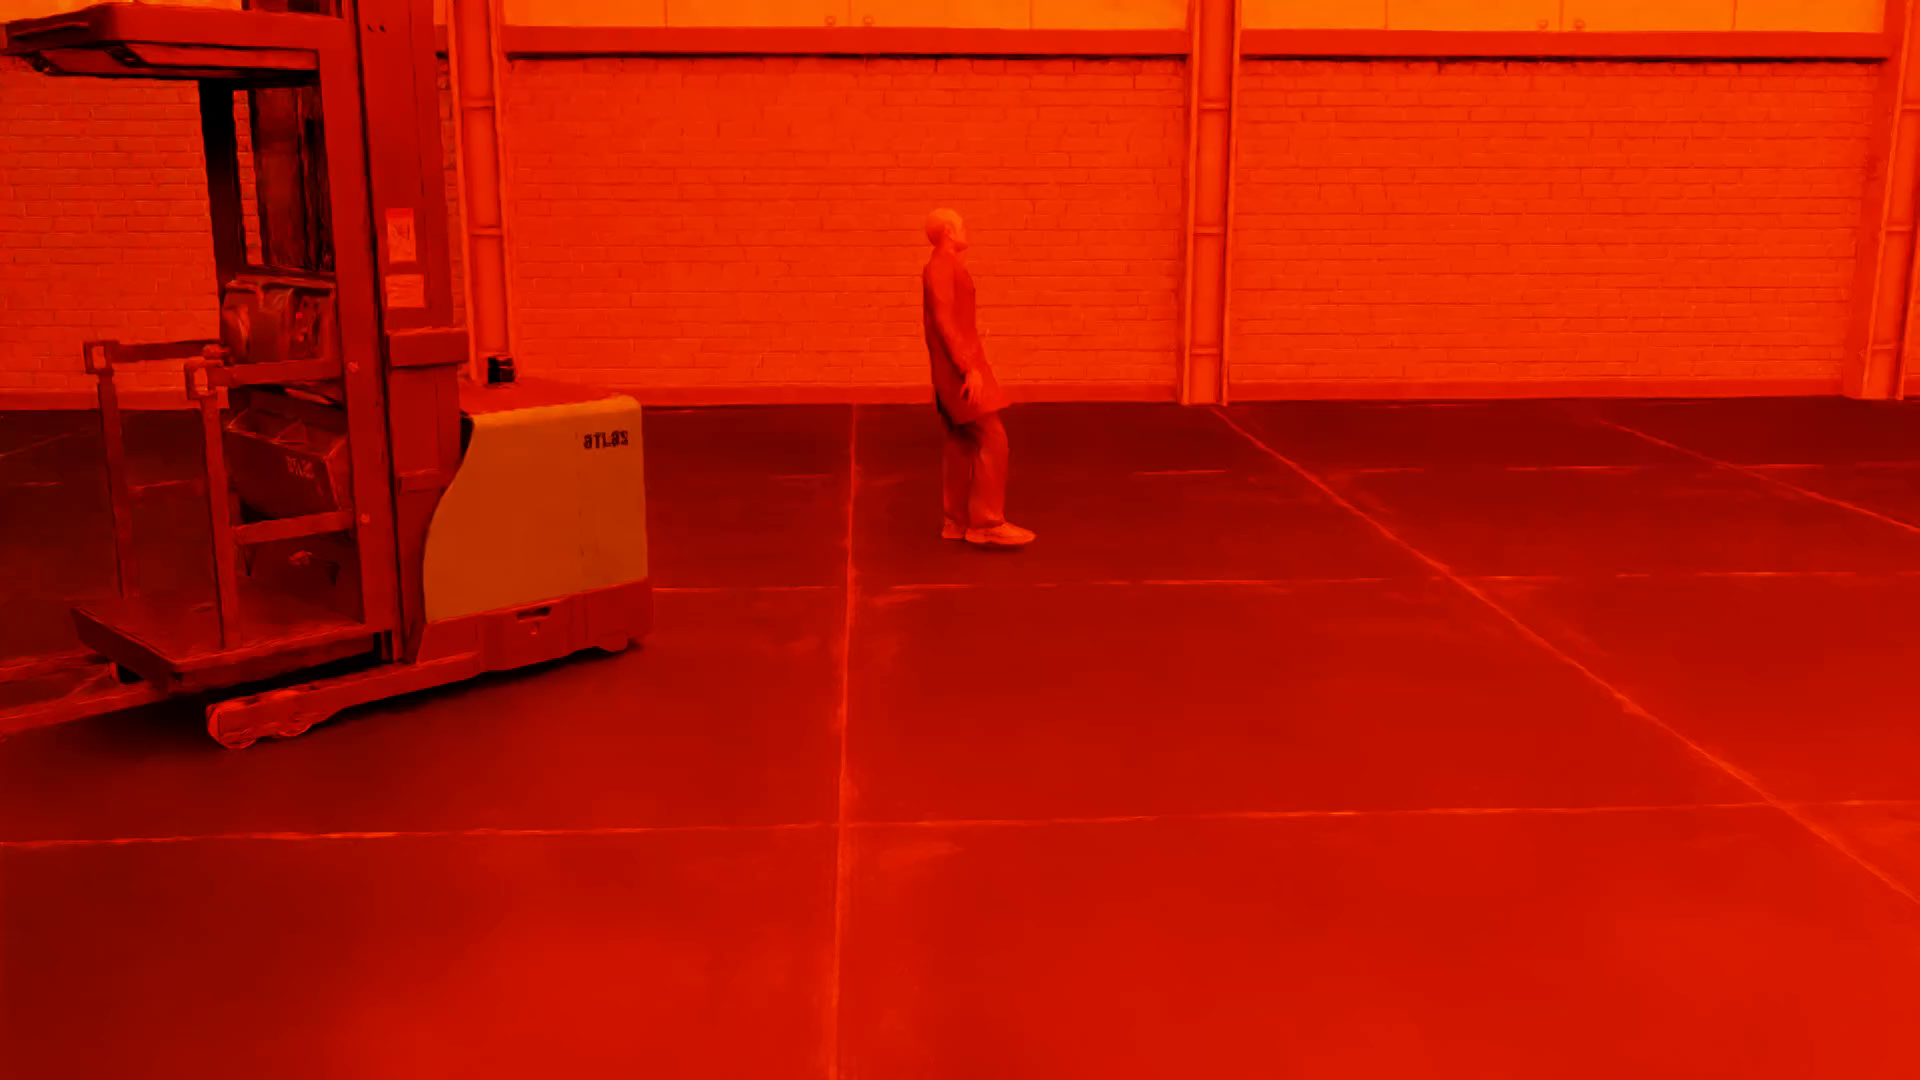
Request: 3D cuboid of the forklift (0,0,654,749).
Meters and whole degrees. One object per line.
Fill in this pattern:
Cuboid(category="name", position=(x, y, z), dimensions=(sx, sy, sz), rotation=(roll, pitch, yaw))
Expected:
Cuboid(category="forklift", position=(-2.702, -0.822, 6.083), dimensions=(3.031, 2.935, 1.130), rotation=(-12, 18, -43))

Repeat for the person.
Cuboid(category="person", position=(0.090, -0.876, 8.907), dimensions=(0.586, 1.775, 0.694), rotation=(-1, 13, -3))
